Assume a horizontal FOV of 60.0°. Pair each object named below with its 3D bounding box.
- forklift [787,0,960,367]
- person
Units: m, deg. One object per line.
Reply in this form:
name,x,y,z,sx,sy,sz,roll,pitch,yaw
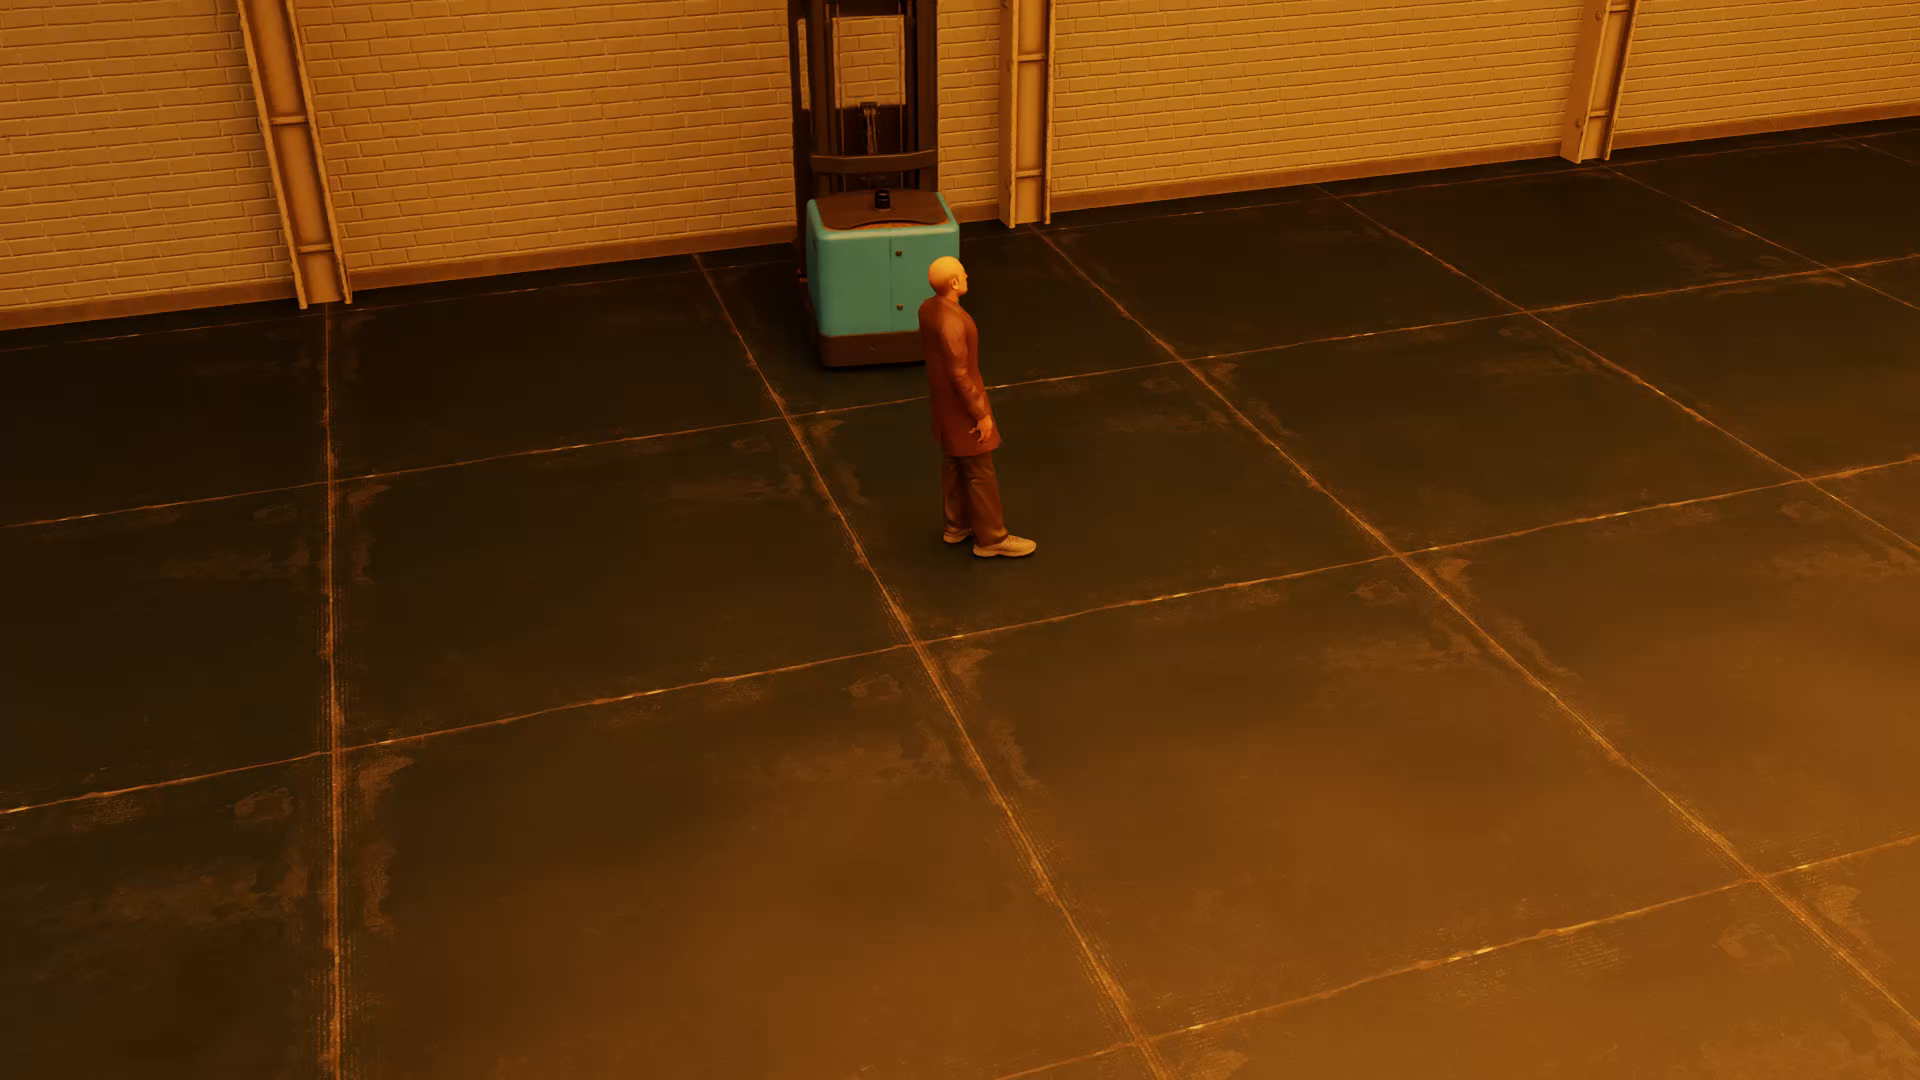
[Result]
forklift,-0.754,-3.242,12.722,1.130,2.935,3.031,-5,30,-9
person,0.088,-0.790,9.601,0.579,1.778,0.696,-10,31,-16
